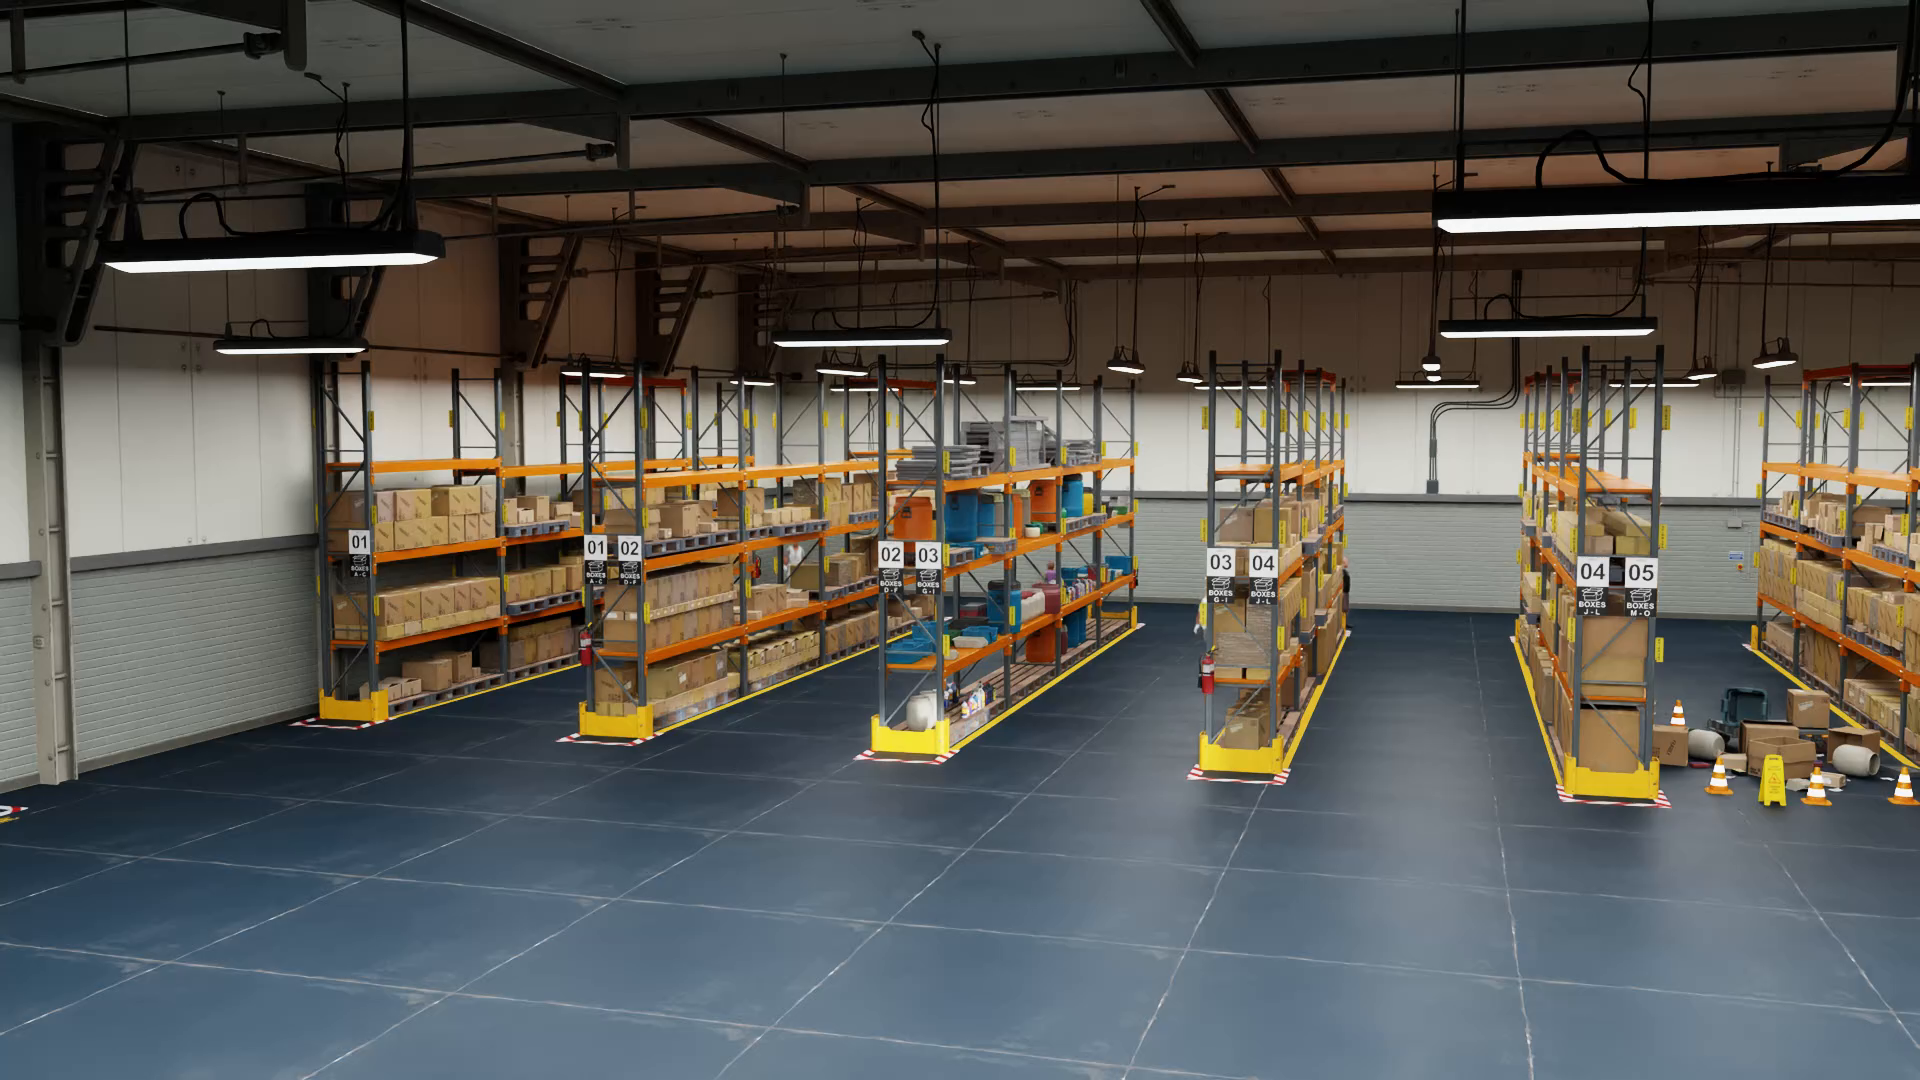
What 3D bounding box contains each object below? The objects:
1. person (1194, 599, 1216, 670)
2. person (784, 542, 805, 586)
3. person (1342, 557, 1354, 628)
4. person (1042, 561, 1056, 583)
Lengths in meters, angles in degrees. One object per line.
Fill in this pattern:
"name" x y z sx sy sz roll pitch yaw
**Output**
"person" 4.997 1.753 33.100 0.623 1.722 1.069 1 4 20
"person" -4.626 0.814 46.479 0.582 1.837 0.704 -1 4 -17
"person" 9.156 1.273 40.056 0.619 1.714 0.577 3 5 33
"person" 2.188 1.332 40.484 0.456 1.653 0.394 -1 4 -20
